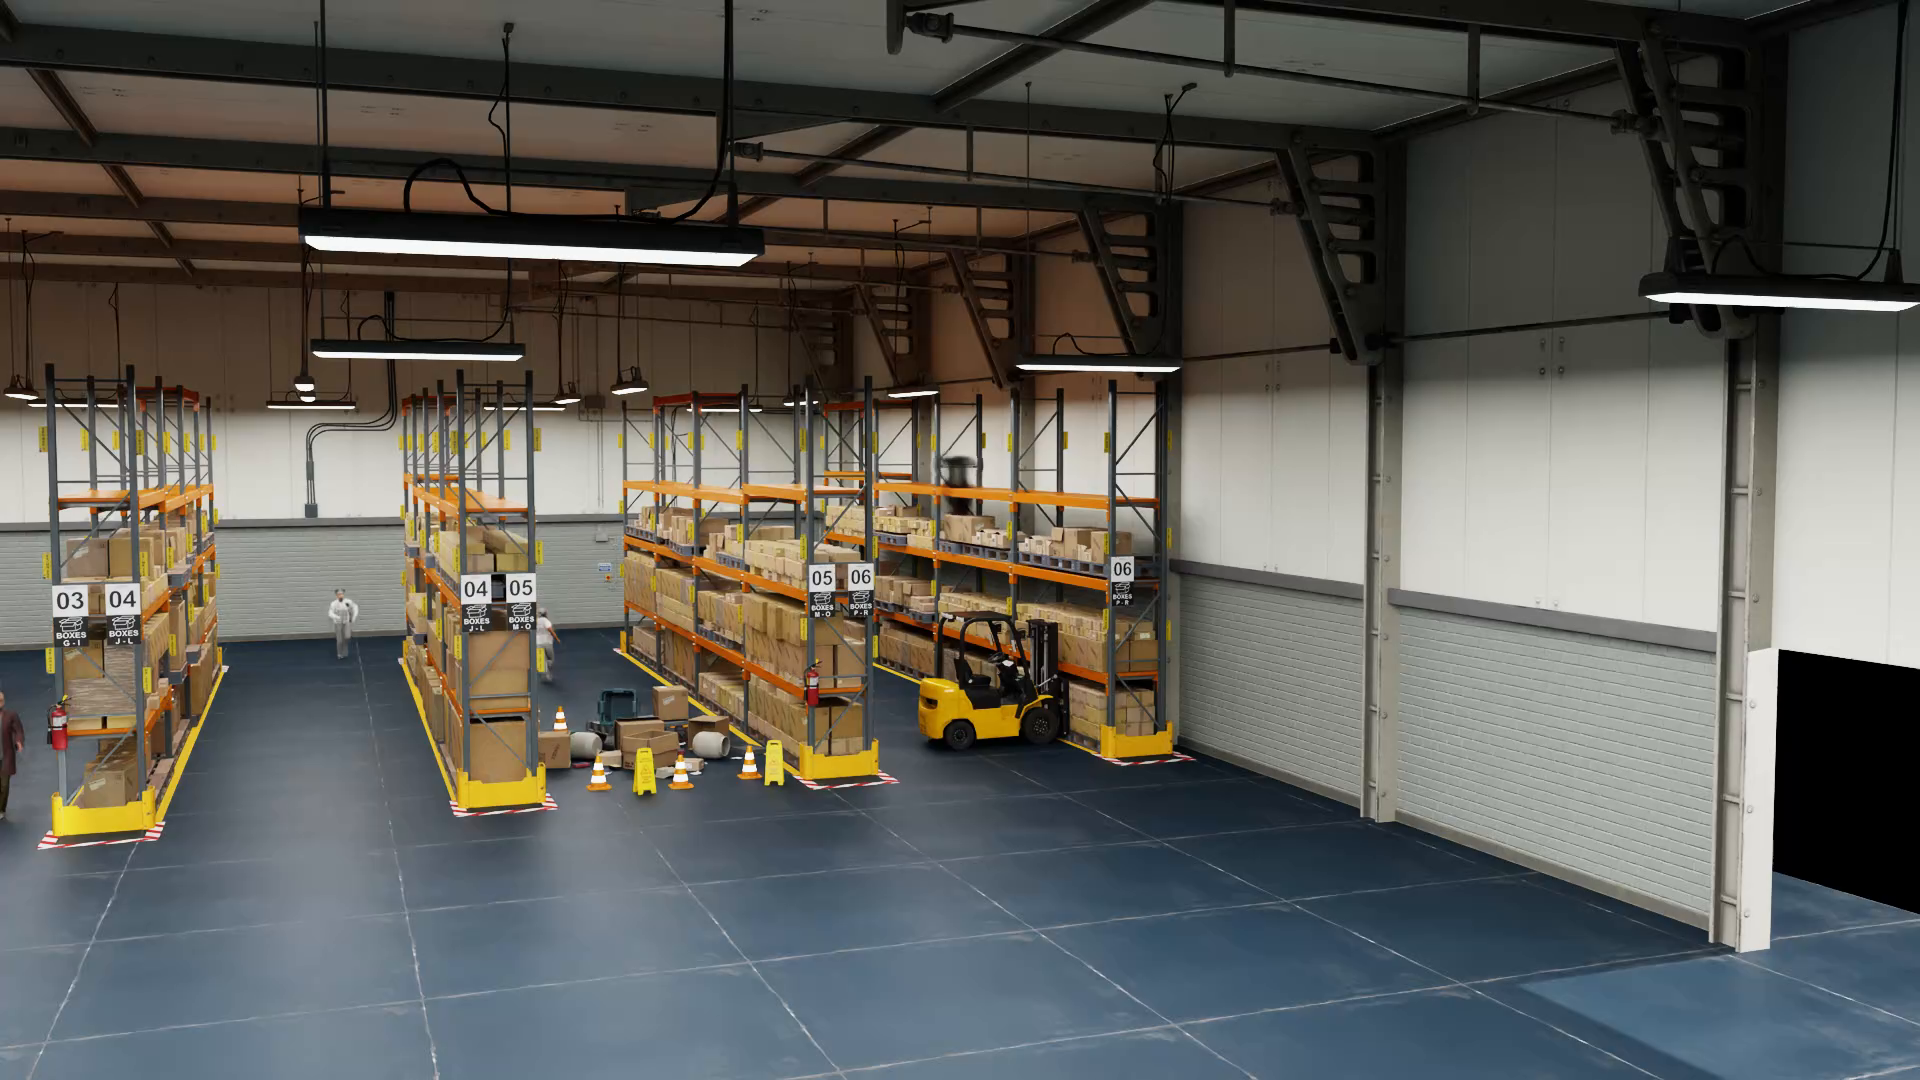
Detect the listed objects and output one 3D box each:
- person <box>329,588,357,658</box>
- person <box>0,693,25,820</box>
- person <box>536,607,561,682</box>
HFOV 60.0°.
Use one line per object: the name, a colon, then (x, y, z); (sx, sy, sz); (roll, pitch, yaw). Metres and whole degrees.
person: (-14.228, 1.921, 38.369); (0.625, 1.636, 0.764); (-1, 4, -21)
person: (-12.636, 2.860, 21.789); (0.699, 1.750, 0.801); (-3, 4, -39)
person: (-8.685, 2.214, 34.705); (0.714, 1.601, 0.612); (0, 3, 7)
